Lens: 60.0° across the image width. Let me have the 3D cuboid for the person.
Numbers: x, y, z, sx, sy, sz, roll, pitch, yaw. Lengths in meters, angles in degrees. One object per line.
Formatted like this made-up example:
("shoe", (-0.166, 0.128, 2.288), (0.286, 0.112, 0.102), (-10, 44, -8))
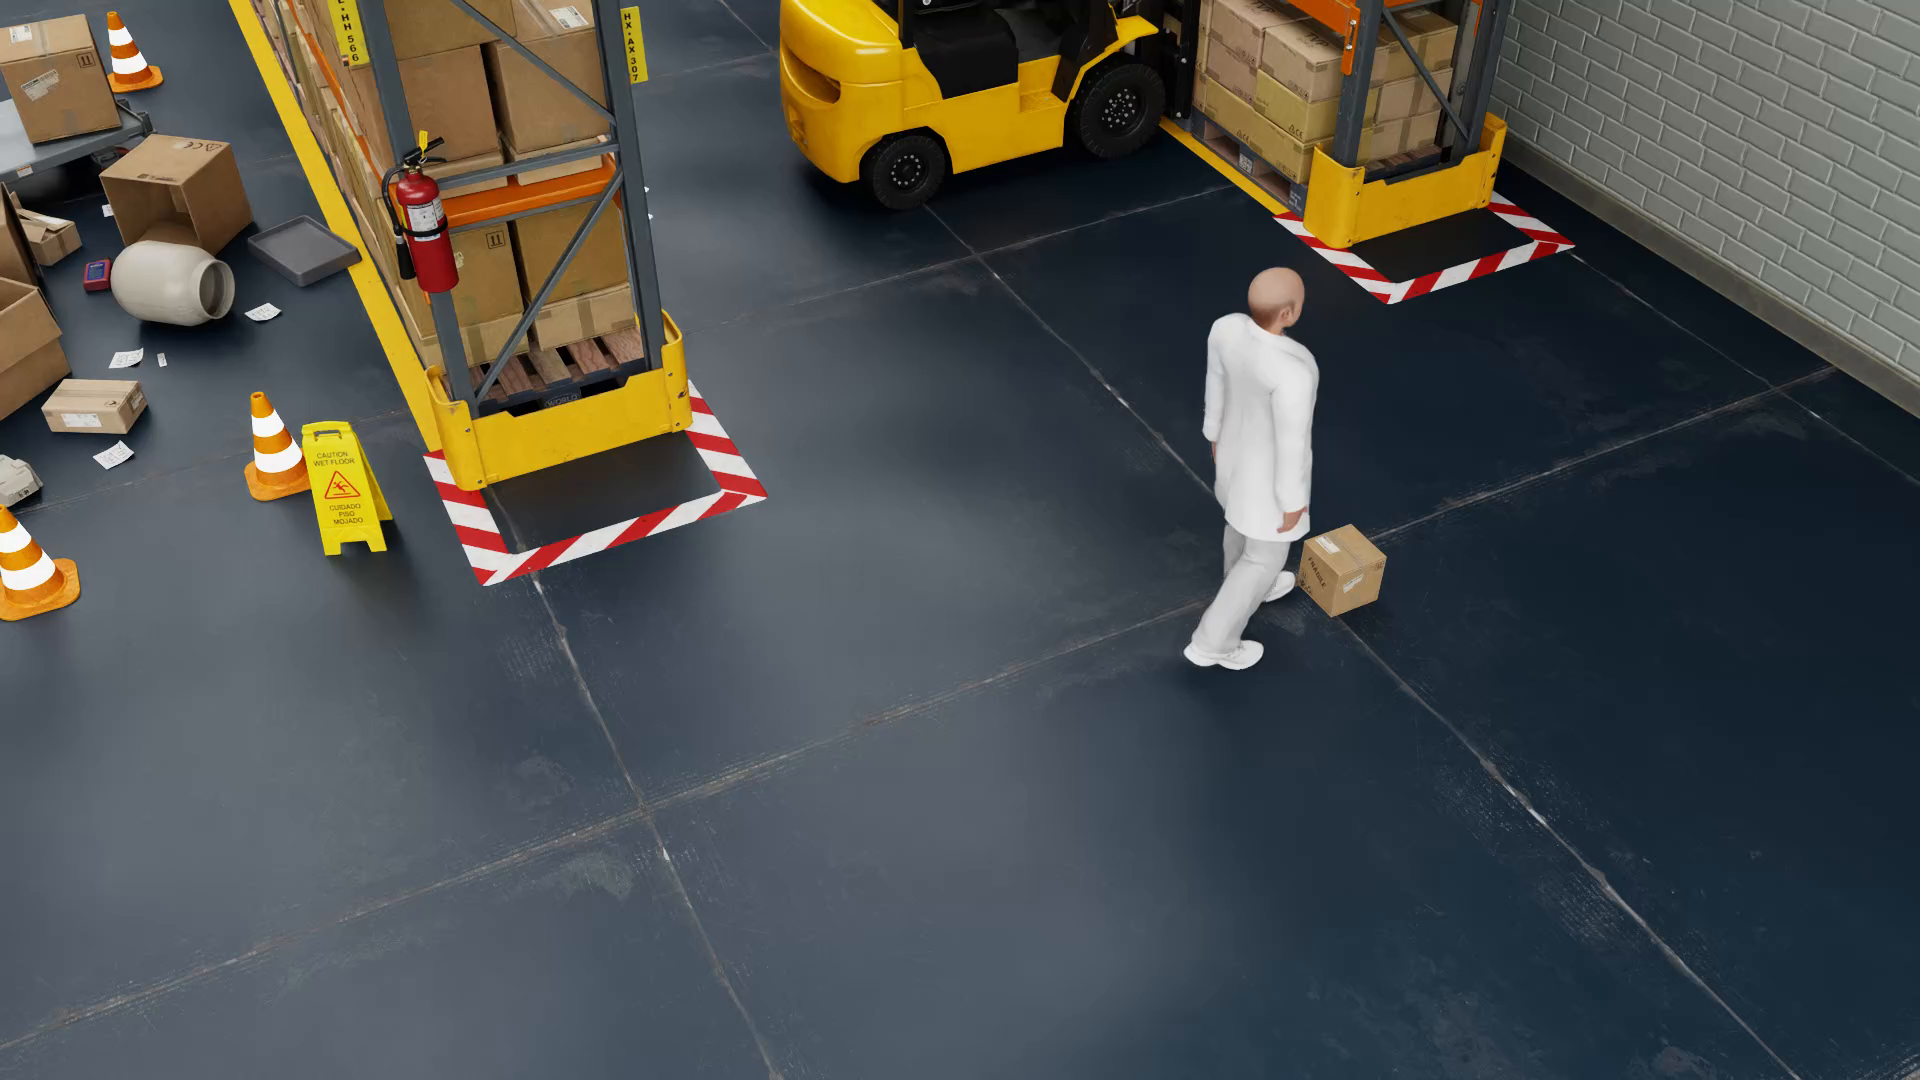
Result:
("person", (1.189, -0.292, 6.505), (0.722, 1.790, 0.617), (-19, 44, -20))
